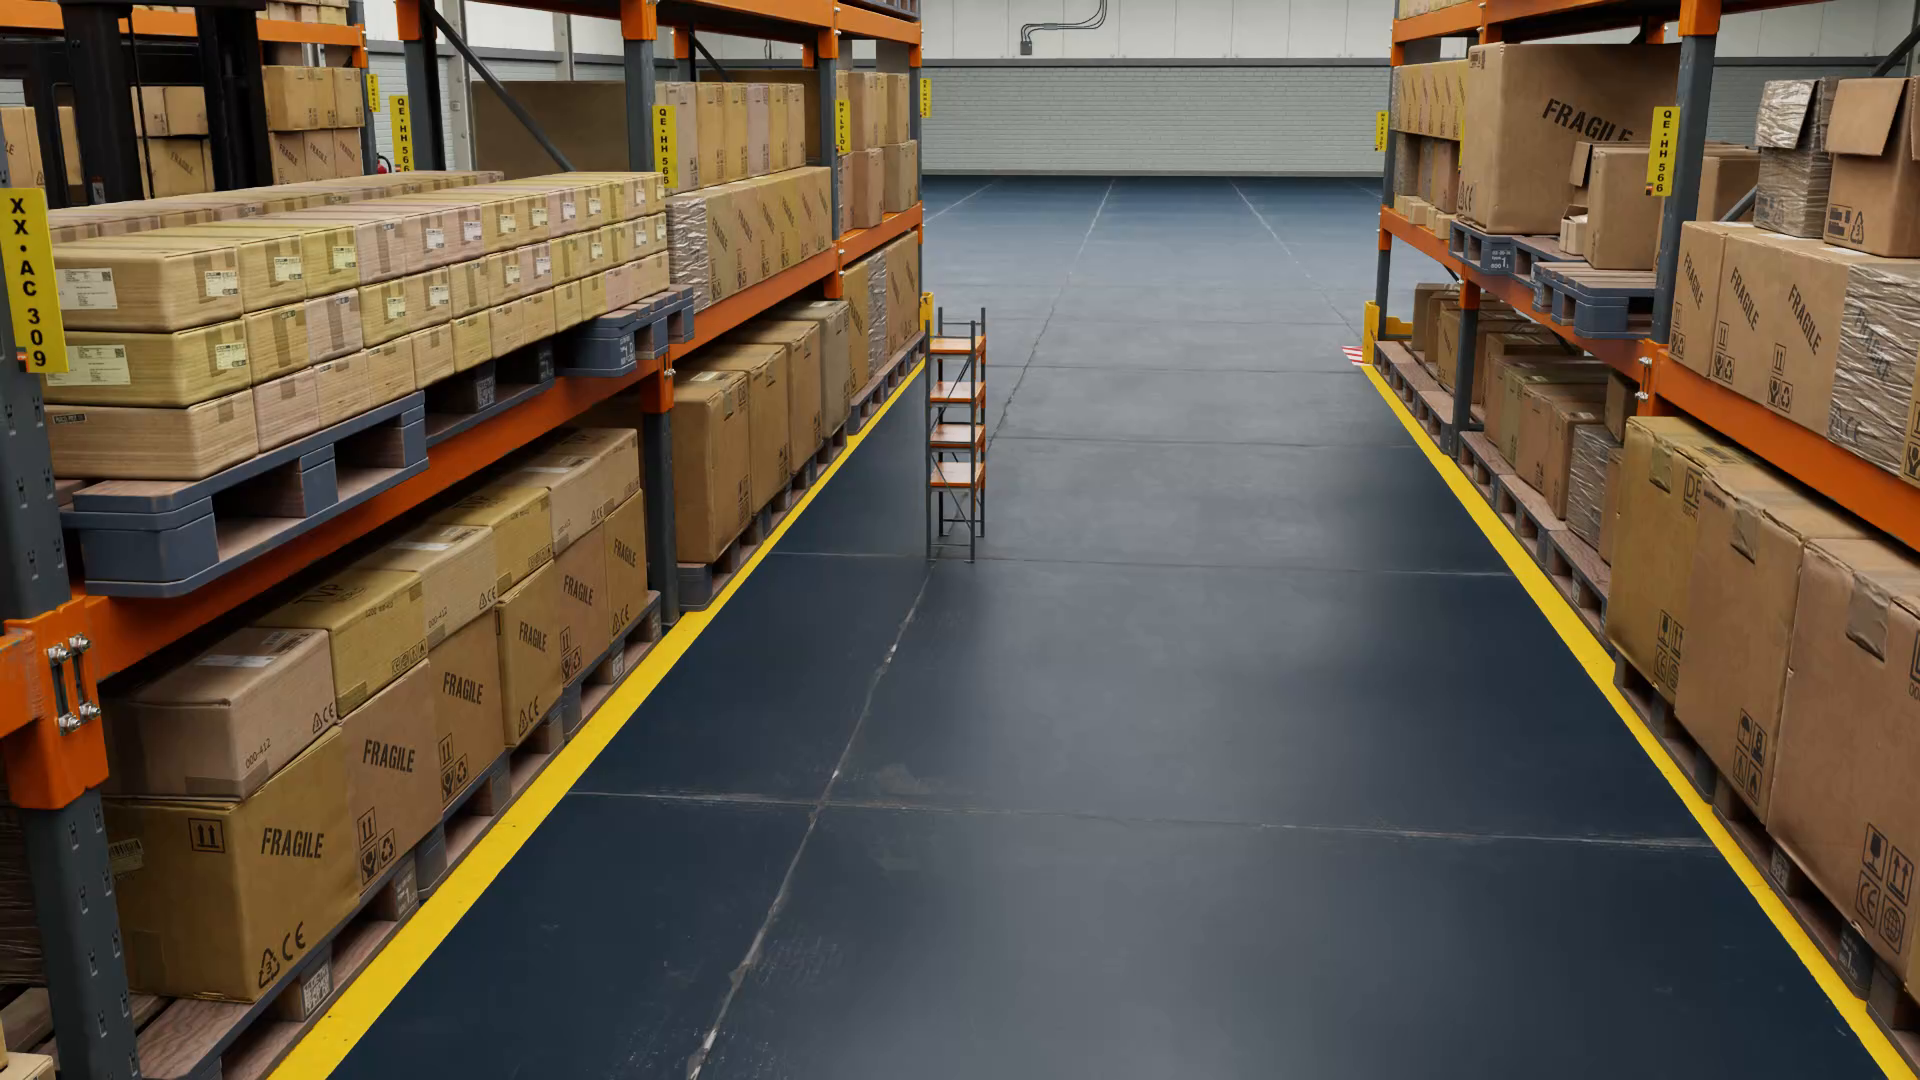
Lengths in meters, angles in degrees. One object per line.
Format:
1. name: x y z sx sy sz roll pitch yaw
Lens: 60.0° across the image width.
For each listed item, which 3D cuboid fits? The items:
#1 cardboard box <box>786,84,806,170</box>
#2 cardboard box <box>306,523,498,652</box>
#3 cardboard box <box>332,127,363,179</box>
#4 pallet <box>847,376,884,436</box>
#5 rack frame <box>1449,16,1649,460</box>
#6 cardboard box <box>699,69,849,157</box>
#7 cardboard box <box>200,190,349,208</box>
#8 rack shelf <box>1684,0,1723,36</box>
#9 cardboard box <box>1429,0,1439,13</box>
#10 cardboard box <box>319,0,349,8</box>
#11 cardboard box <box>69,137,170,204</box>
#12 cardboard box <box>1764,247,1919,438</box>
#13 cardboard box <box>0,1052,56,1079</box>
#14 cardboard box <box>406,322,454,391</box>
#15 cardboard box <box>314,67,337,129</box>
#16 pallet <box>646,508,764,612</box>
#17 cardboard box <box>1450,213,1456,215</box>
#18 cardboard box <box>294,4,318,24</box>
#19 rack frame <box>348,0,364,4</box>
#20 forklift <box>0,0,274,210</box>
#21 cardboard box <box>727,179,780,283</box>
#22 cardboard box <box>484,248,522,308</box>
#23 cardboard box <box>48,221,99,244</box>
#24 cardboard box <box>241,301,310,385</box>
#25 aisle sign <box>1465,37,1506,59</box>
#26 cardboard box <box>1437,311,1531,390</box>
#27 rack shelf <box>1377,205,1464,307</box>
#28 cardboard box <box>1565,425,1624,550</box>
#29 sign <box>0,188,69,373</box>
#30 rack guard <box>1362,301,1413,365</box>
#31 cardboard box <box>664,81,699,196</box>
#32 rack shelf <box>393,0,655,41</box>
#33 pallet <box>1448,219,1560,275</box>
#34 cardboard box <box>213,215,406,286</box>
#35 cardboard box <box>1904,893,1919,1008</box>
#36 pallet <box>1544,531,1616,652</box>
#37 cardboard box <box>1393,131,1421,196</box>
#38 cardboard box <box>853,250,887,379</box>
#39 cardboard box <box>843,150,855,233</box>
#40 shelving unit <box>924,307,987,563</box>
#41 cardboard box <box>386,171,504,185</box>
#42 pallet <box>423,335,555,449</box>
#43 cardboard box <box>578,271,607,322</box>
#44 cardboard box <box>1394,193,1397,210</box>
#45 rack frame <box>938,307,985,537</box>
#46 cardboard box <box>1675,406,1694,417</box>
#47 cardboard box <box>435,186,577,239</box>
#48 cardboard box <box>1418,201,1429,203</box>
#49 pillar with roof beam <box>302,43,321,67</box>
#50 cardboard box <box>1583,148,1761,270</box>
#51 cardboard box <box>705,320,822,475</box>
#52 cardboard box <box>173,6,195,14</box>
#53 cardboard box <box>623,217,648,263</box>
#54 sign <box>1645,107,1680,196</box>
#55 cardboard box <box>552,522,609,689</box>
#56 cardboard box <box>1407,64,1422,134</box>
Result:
1. cardboard box: -1.340 -2.532 10.172 0.700 0.500 0.500 1 15 5
2. cardboard box: -1.728 0.133 4.972 0.500 0.250 0.500 2 15 8
3. cardboard box: -5.556 -3.330 14.468 0.500 0.500 0.500 1 15 5
4. pallet: -1.127 -0.979 11.877 1.003 0.211 1.213 2 15 6
5. rack frame: 3.627 -1.958 10.155 1.000 3.000 0.127 2 15 6
6. cardboard box: -1.215 -2.818 10.982 0.875 0.550 0.550 2 15 6
7. cardboard box: -2.133 -1.006 5.173 0.380 0.149 0.250 2 15 8
8. rack shelf: 2.950 -1.502 4.102 1.077 0.370 4.000 2 15 6
9. cardboard box: 3.601 -3.856 11.716 0.500 0.250 0.500 2 15 8
10. cardboard box: -5.559 -4.665 14.140 0.500 0.250 0.500 2 15 6
11. cardboard box: -5.894 -2.547 11.574 0.500 0.500 0.500 2 15 6
12. cardboard box: 2.740 -0.583 4.882 0.500 0.500 0.500 1 15 5
13. cardboard box: -1.913 1.066 3.060 0.380 0.149 0.250 2 15 7
14. cardboard box: -1.576 -0.493 4.415 0.380 0.149 0.250 1 15 4
15. cardboard box: -5.674 -3.691 13.890 0.700 0.500 0.500 2 15 7
16. pallet: -1.578 0.051 8.067 1.003 0.211 1.213 2 15 6
17. cardboard box: 3.561 -2.157 11.375 0.380 0.149 0.250 2 15 6
18. cardboard box: -5.590 -4.379 13.846 0.380 0.149 0.250 2 15 8
19. rack frame: -5.769 -6.183 14.288 1.000 3.000 0.127 2 15 6
20. forklift: -4.471 -1.615 9.018 3.031 2.935 1.130 10 18 34
21. cardboard box: -1.252 -1.641 8.793 0.500 0.500 0.500 2 15 6
22. cardboard box: -1.517 -0.774 4.886 0.380 0.149 0.250 1 15 5
23. cardboard box: -2.281 -0.670 3.931 0.380 0.149 0.250 1 15 4
24. cardboard box: -1.664 -0.436 3.634 0.380 0.149 0.250 1 15 5
25. aisle sign: 4.383 -4.257 13.679 0.394 0.787 0.004 2 15 6
26. cardboard box: 3.761 -1.368 11.960 0.500 0.500 0.500 0 15 1
27. rack shelf: 3.852 -2.129 12.167 1.077 0.370 4.000 2 15 6
28. cardboard box: 3.281 -0.244 7.765 0.700 0.500 0.500 0 15 2
29. sign: -1.653 -0.459 2.954 0.100 0.325 0.005 2 15 6
30. rack guard: 4.069 -1.769 14.245 1.175 0.500 0.348 2 15 6
31. cardboard box: -1.625 -1.871 7.727 0.700 0.500 0.500 1 15 5
32. rack shelf: -1.967 -1.674 4.739 1.077 0.370 4.000 2 15 6
33. pallet: 3.396 -1.671 9.463 1.003 0.211 1.213 2 15 6
34. cardboard box: -1.604 -0.716 4.100 0.380 0.149 0.250 1 15 6
35. cardboard box: 2.776 0.774 3.320 1.225 0.875 0.875 2 15 6
36. pallet: 3.265 0.223 7.431 1.003 0.211 1.213 2 15 6
37. cardboard box: 3.989 -3.045 13.415 0.875 0.500 0.500 2 15 6
38. cardboard box: -1.052 -1.702 12.475 0.875 0.875 0.875 2 15 7
39. cardboard box: -1.221 -2.442 11.658 0.875 0.550 0.550 2 15 6
40. shelving unit: -0.019 -0.536 8.347 0.258 1.200 0.503 2 15 6
41. cardboard box: -1.987 -1.346 6.429 0.380 0.149 0.250 2 15 6
42. pallet: -1.924 -0.485 5.077 1.003 0.211 1.213 2 15 6
43. cardboard box: -1.431 -0.837 5.687 0.380 0.149 0.250 1 15 6
44. cardboard box: 3.809 -2.807 13.777 0.380 0.149 0.250 2 15 6
45. rack frame: 0.009 -0.600 8.581 0.240 1.200 0.015 2 15 6
46. cardboard box: 3.221 -0.462 7.135 0.500 0.250 0.500 2 15 9
47. cardboard box: -1.461 -1.056 5.357 0.380 0.149 0.250 2 15 6
48. cardboard box: 3.674 -2.482 12.577 0.380 0.149 0.250 2 15 6
49. pillar with roof beam: -6.044 -9.160 25.296 9.100 9.000 0.400 2 15 6
50. cardboard box: 3.160 -1.460 7.319 0.700 0.500 0.500 4 16 15
51. cardboard box: -1.384 -0.833 9.501 1.050 0.750 0.750 2 15 6
52. cardboard box: -5.829 -3.916 12.133 0.380 0.149 0.250 1 15 5
53. cardboard box: -1.373 -1.107 6.115 0.380 0.149 0.250 2 15 8
54. sign: 2.635 -1.454 6.227 0.100 0.325 0.005 2 15 6
55. cardboard box: -1.618 0.225 6.070 0.500 0.500 0.500 2 15 9
56. cardboard box: 3.627 -3.276 12.353 0.500 0.500 0.500 2 15 6
